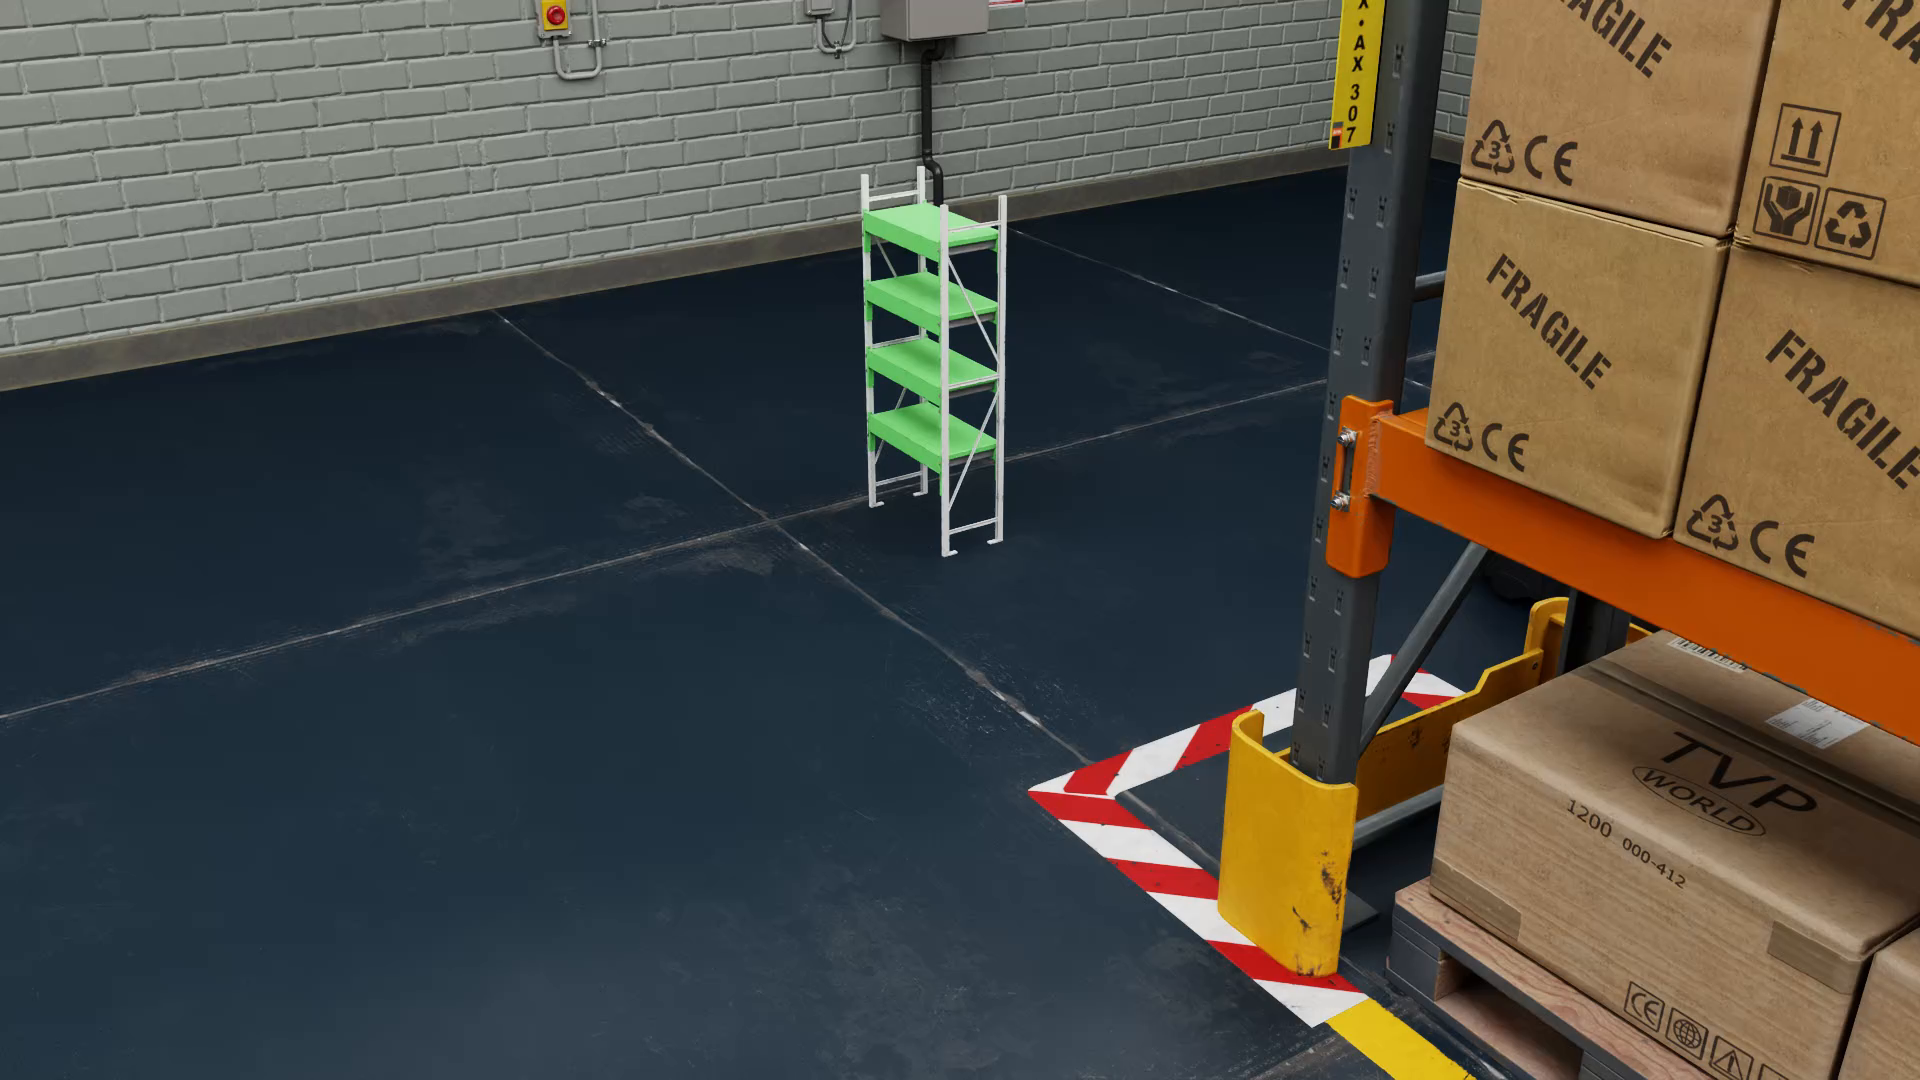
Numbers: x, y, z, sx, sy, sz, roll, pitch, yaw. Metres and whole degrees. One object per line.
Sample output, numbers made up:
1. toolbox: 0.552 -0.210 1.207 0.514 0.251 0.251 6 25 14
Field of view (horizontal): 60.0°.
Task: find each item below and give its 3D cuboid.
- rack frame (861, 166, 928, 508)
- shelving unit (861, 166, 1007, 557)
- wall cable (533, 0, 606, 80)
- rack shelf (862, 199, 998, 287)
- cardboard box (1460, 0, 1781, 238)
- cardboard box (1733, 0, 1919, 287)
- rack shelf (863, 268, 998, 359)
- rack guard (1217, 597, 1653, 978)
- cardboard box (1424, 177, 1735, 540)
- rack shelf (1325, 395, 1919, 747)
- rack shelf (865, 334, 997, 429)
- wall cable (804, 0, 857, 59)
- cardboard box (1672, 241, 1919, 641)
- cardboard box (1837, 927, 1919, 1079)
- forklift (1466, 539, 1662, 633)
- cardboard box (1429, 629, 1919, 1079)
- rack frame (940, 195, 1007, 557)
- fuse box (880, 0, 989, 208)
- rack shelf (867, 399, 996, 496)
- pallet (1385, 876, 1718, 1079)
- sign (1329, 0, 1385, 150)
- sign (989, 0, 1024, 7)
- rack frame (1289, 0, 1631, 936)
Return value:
1. rack frame: -0.224 -0.689 5.804 0.240 1.200 0.015 -16 29 -30
2. shelving unit: -0.090 -0.602 5.619 0.258 1.200 0.503 -16 29 -30
3. wall cable: -1.921 -3.047 7.465 0.585 1.953 0.123 -16 29 -30
4. rack shelf: -0.090 -0.978 5.442 0.258 0.148 0.480 -16 29 -30
5. cardboard box: 1.200 -0.822 2.688 0.500 0.500 0.500 -16 30 -31
6. cardboard box: 1.488 -0.638 2.300 0.500 0.500 0.500 -16 30 -31
7. rack shelf: -0.090 -0.761 5.544 0.258 0.148 0.480 -16 29 -30
8. rack guard: 1.164 0.559 3.979 1.175 0.500 0.348 -16 29 -30
9. cardboard box: 1.198 -0.369 2.901 0.500 0.500 0.500 -16 30 -30
10. rack shelf: 2.269 0.478 2.066 1.077 0.370 4.000 -16 29 -30
11. rack shelf: -0.090 -0.544 5.647 0.258 0.148 0.480 -16 29 -30
12. wall cable: -0.739 -3.368 8.180 0.588 1.984 0.122 -16 29 -30
13. cardboard box: 1.498 -0.195 2.531 0.500 0.500 0.500 -16 30 -30
14. cardboard box: 2.128 0.945 2.745 0.875 0.438 0.875 -15 29 -28
15. forklift: 2.828 -0.759 3.925 1.130 2.935 3.031 -14 29 -27
16. cardboard box: 1.621 0.619 3.434 0.875 0.438 0.875 -17 30 -31
17. rack frame: 0.043 -0.515 5.434 0.240 1.200 0.015 -16 29 -30
18. fuse box: -0.081 -2.428 8.890 0.539 1.711 0.414 -16 29 -30
19. rack shelf: -0.090 -0.327 5.749 0.258 0.148 0.480 -16 29 -30
20. pallet: 1.679 0.966 3.456 1.003 0.211 1.213 -16 29 -30
21. sign: 0.709 -0.862 2.956 0.100 0.325 0.005 -16 29 -30
22. sign: 0.220 -3.157 9.036 0.329 0.494 0.001 -16 29 -30
23. rack frame: 1.177 -0.562 3.428 1.000 3.000 0.127 -16 29 -30
